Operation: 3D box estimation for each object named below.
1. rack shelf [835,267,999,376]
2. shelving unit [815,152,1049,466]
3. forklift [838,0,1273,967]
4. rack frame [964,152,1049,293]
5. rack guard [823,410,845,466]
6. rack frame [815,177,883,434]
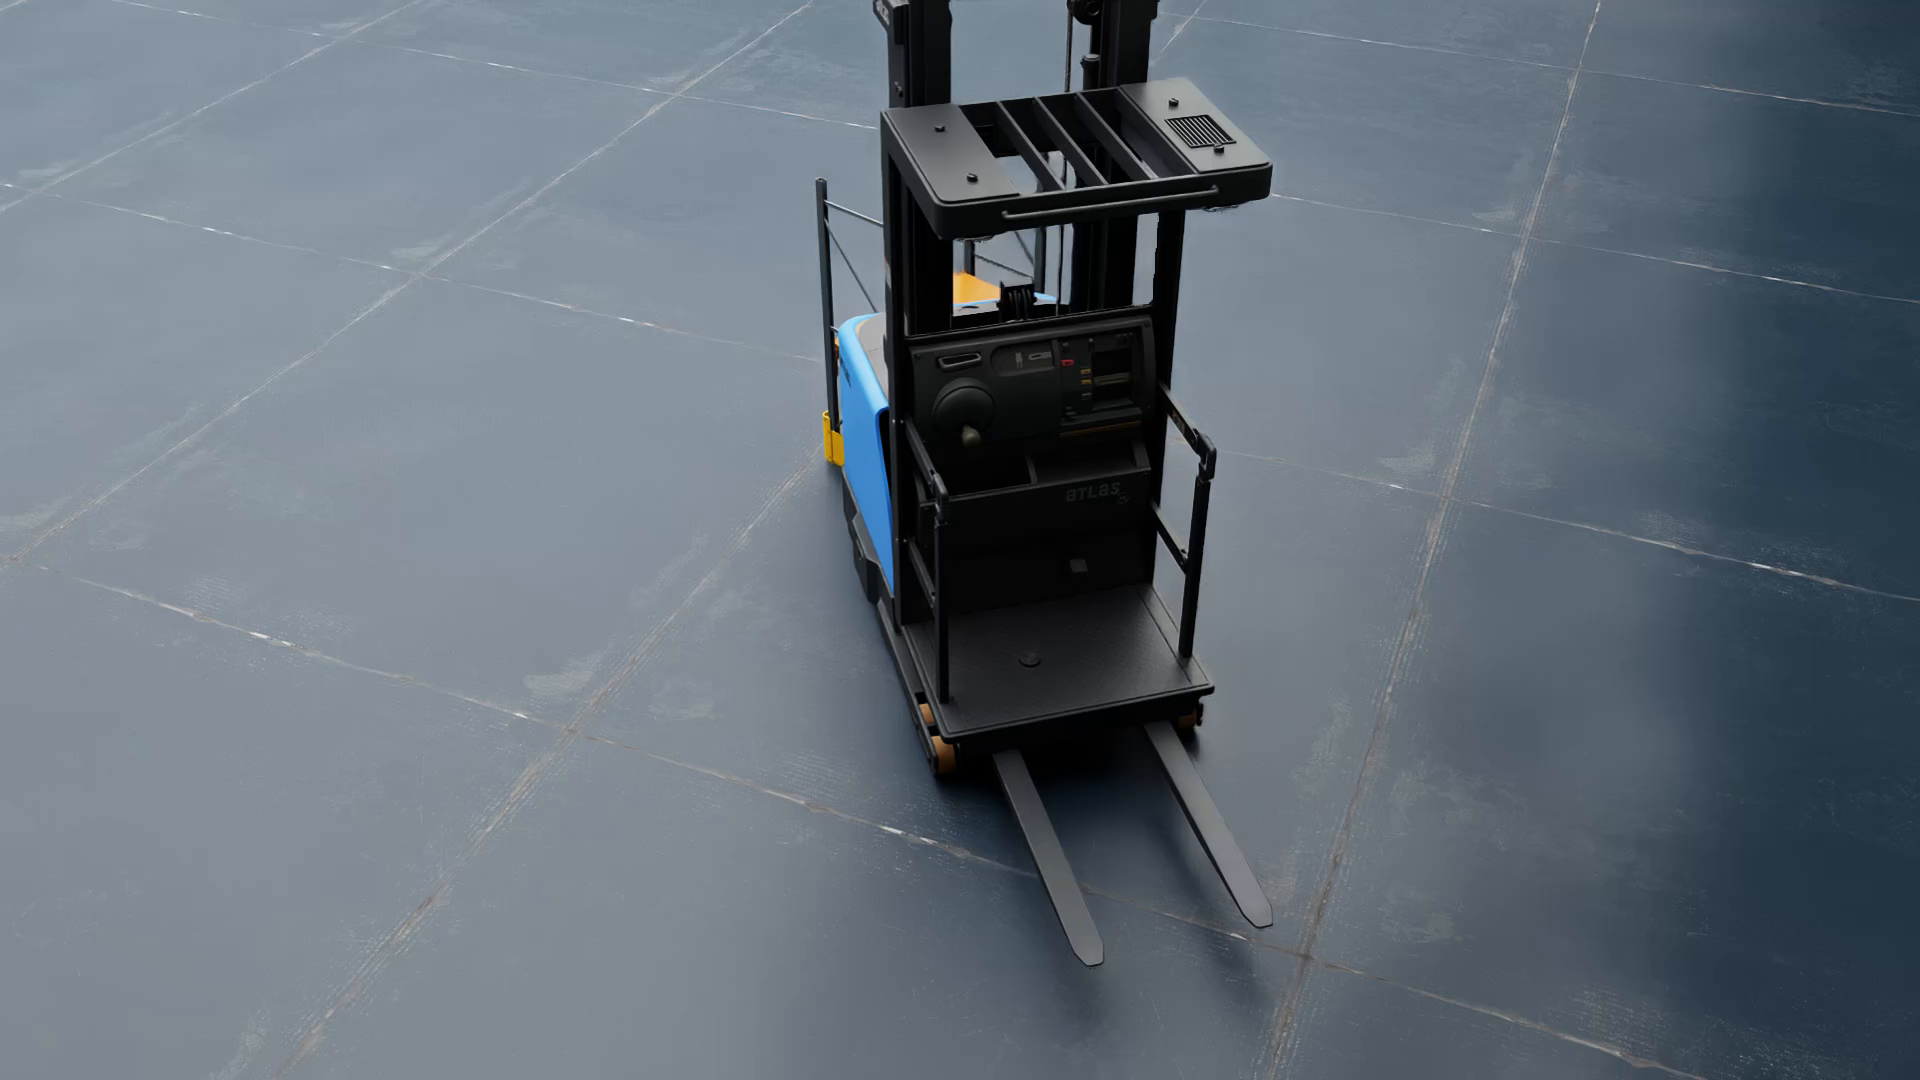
[{"bbox_3d":[-0.113,-0.997,8.132,0.538,0.185,1.000,28,45,32],"label":"rack shelf"},{"bbox_3d":[-0.107,-1.145,8.030,0.587,1.500,1.083,28,45,32],"label":"shelving unit"},{"bbox_3d":[0.338,-0.512,5.987,1.130,2.935,3.031,-9,38,-12],"label":"forklift"},{"bbox_3d":[0.221,-1.371,8.331,0.500,1.500,0.032,28,45,32],"label":"rack frame"},{"bbox_3d":[-0.434,-0.420,8.103,0.587,0.250,0.087,28,45,32],"label":"rack guard"},{"bbox_3d":[-0.447,-0.912,7.717,0.500,1.500,0.032,28,45,32],"label":"rack frame"}]
